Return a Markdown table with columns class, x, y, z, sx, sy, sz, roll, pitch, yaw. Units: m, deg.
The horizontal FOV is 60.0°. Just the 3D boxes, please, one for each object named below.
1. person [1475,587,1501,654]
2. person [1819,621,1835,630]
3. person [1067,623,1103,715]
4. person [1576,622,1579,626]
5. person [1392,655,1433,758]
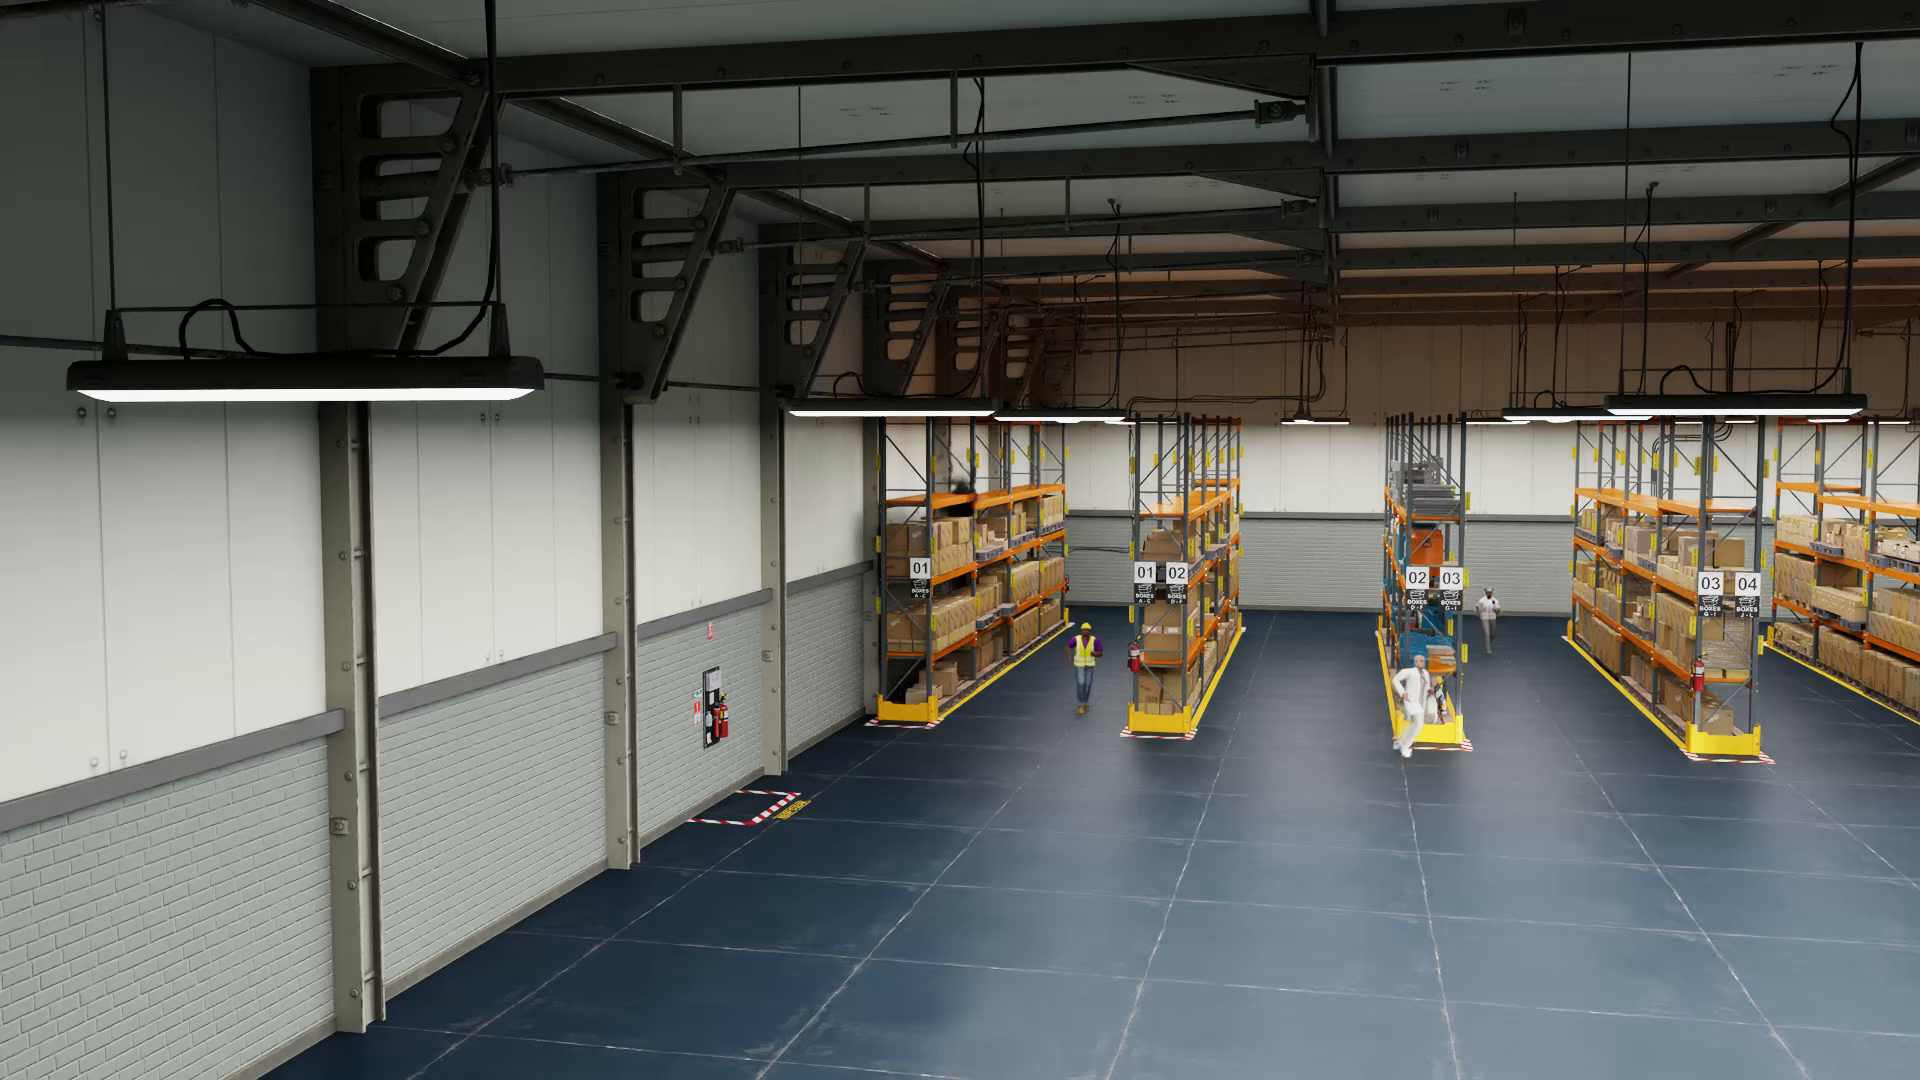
| class | x | y | z | sx | sy | sz | roll | pitch | yaw |
| --- | --- | --- | --- | --- | --- | --- | --- | --- | --- |
| person | 13.412 | 2.017 | 42.216 | 0.585 | 1.672 | 0.898 | 0 | 4 | 6 |
| person | 22.944 | 1.930 | 44.233 | 0.611 | 1.596 | 0.571 | -2 | 4 | -24 |
| person | 2.519 | 2.565 | 33.480 | 0.699 | 1.813 | 0.785 | 0 | 4 | -5 |
| person | 17.415 | 1.732 | 45.710 | 0.995 | 1.772 | 0.693 | 2 | 4 | 23 |
| person | 7.950 | 2.896 | 29.073 | 0.717 | 1.781 | 0.711 | -2 | 5 | -32 |
